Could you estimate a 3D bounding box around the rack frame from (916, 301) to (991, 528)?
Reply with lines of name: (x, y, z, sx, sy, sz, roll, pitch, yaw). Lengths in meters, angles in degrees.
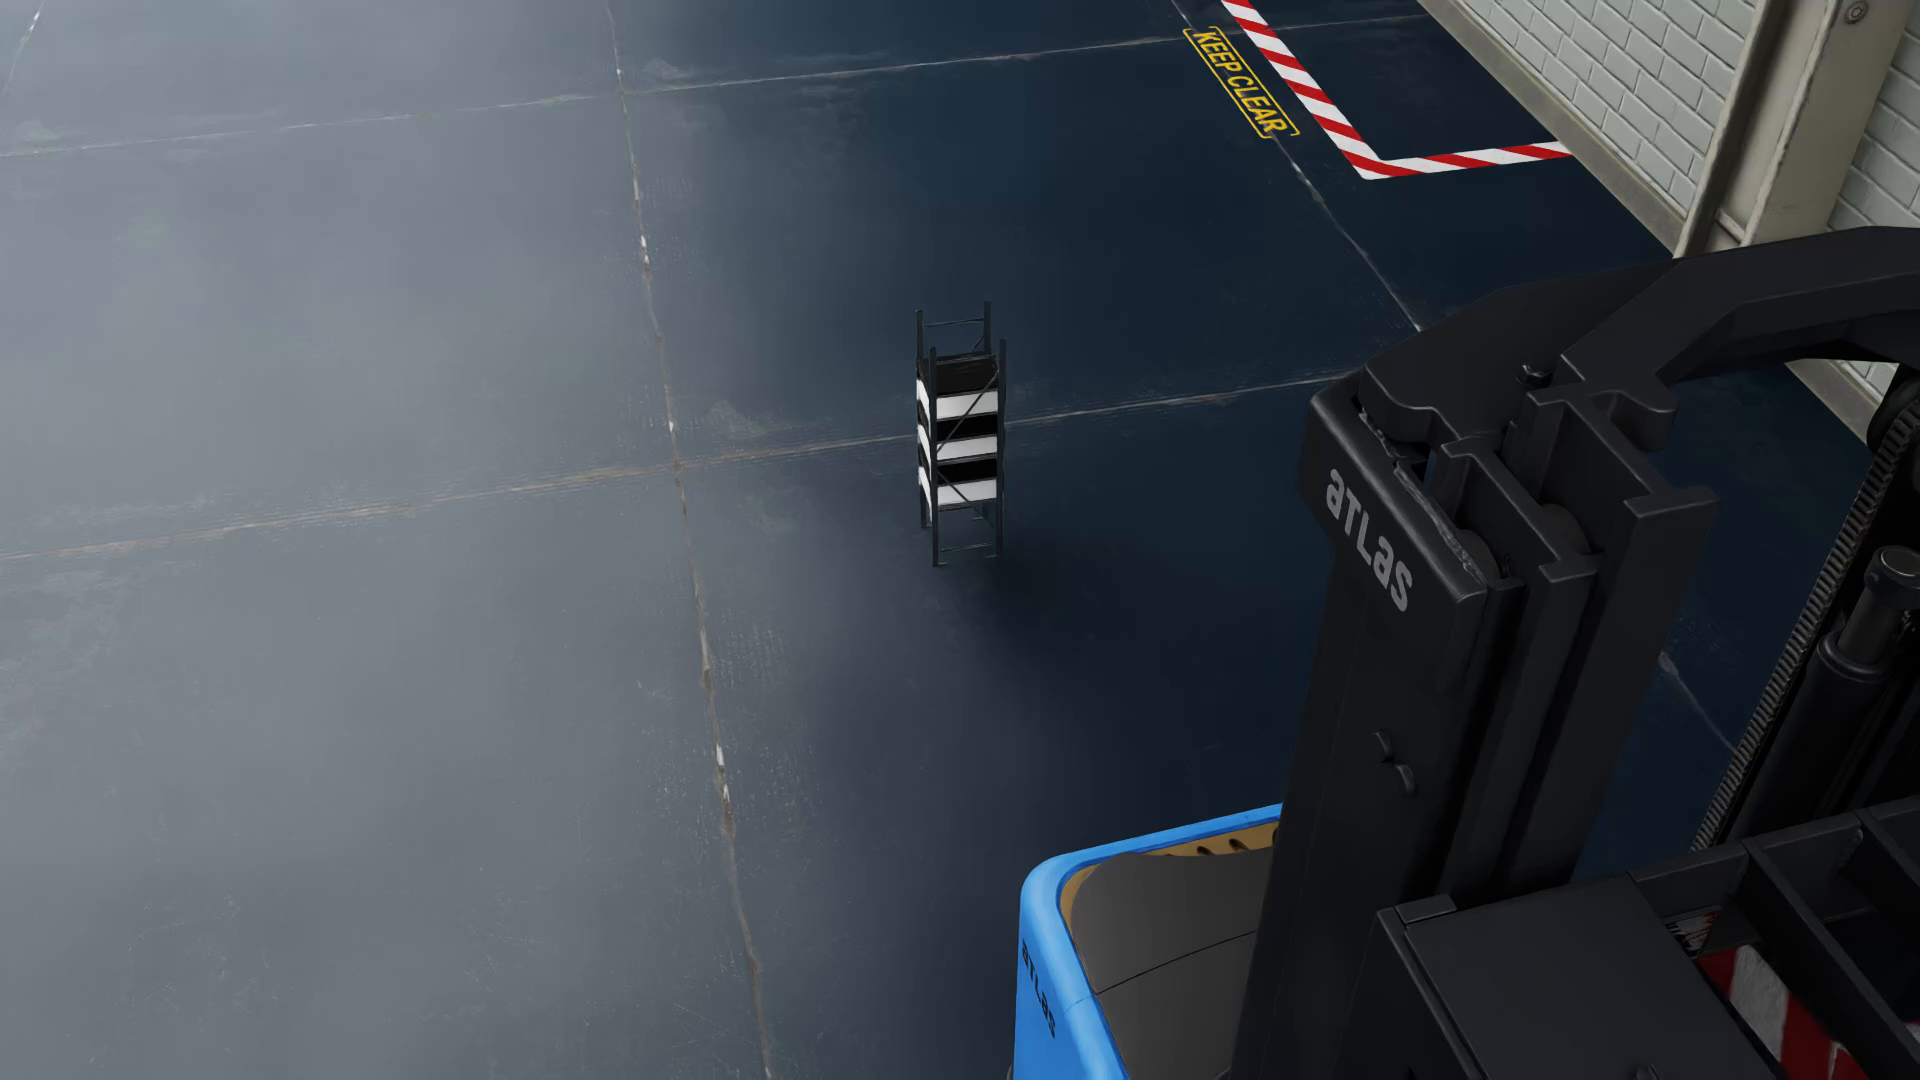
rack frame: (-0.020, -0.397, 5.520, 0.240, 0.900, 0.006, -8, 42, -9)

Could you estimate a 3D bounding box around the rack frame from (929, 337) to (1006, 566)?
rack frame: (0.024, -0.265, 5.371, 0.240, 0.900, 0.006, -8, 42, -9)

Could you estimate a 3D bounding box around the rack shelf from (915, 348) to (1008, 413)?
rack shelf: (0.002, -0.508, 5.288, 0.258, 0.077, 0.200, -8, 42, -9)

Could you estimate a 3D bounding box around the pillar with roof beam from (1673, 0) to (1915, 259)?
pillar with roof beam: (-1.145, -3.612, 3.041, 9.100, 9.000, 0.400, -8, 42, -9)

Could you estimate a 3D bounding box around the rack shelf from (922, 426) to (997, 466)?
rack shelf: (0.002, -0.322, 5.454, 0.221, 0.026, 0.190, -8, 42, -9)

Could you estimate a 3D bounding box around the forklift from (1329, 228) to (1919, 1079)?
forklift: (0.995, 1.222, 2.166, 1.110, 2.935, 3.031, -11, 43, -12)

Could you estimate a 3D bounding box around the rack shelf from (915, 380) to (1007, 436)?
rack shelf: (0.002, -0.441, 5.348, 0.258, 0.077, 0.200, -8, 42, -9)

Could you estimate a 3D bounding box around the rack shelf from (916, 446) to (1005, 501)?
rack shelf: (0.002, -0.239, 5.527, 0.258, 0.077, 0.200, -8, 42, -9)

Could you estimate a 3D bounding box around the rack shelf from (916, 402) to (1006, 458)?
rack shelf: (0.002, -0.374, 5.408, 0.258, 0.077, 0.200, -8, 42, -9)

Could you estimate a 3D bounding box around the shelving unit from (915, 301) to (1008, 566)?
shelving unit: (0.002, -0.331, 5.445, 0.258, 0.900, 0.210, -8, 42, -9)

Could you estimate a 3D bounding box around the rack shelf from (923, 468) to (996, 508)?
rack shelf: (0.002, -0.187, 5.573, 0.221, 0.026, 0.190, -8, 42, -9)
